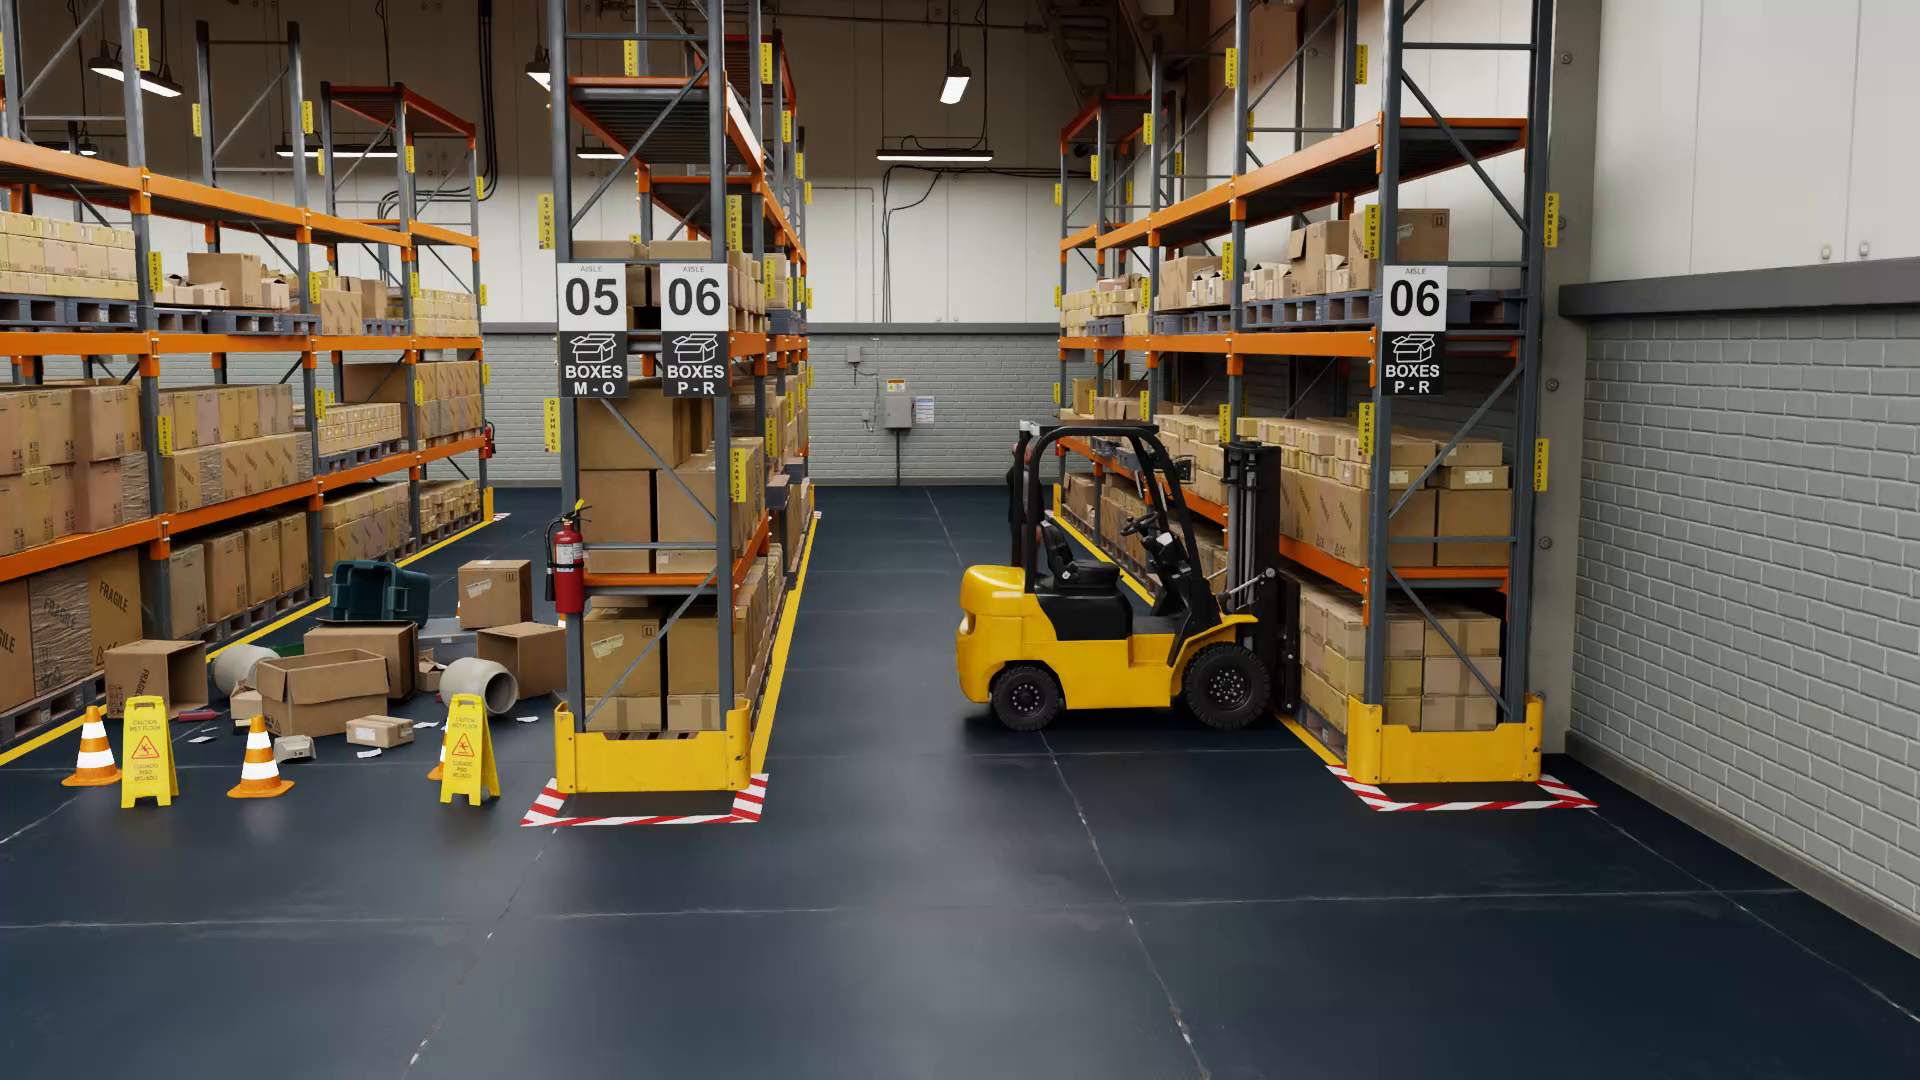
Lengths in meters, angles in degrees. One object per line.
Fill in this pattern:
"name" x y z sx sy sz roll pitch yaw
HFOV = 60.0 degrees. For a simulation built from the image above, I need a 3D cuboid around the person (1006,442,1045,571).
"person" 0.676 -0.125 16.760 0.387 1.735 0.553 -1 7 -11
